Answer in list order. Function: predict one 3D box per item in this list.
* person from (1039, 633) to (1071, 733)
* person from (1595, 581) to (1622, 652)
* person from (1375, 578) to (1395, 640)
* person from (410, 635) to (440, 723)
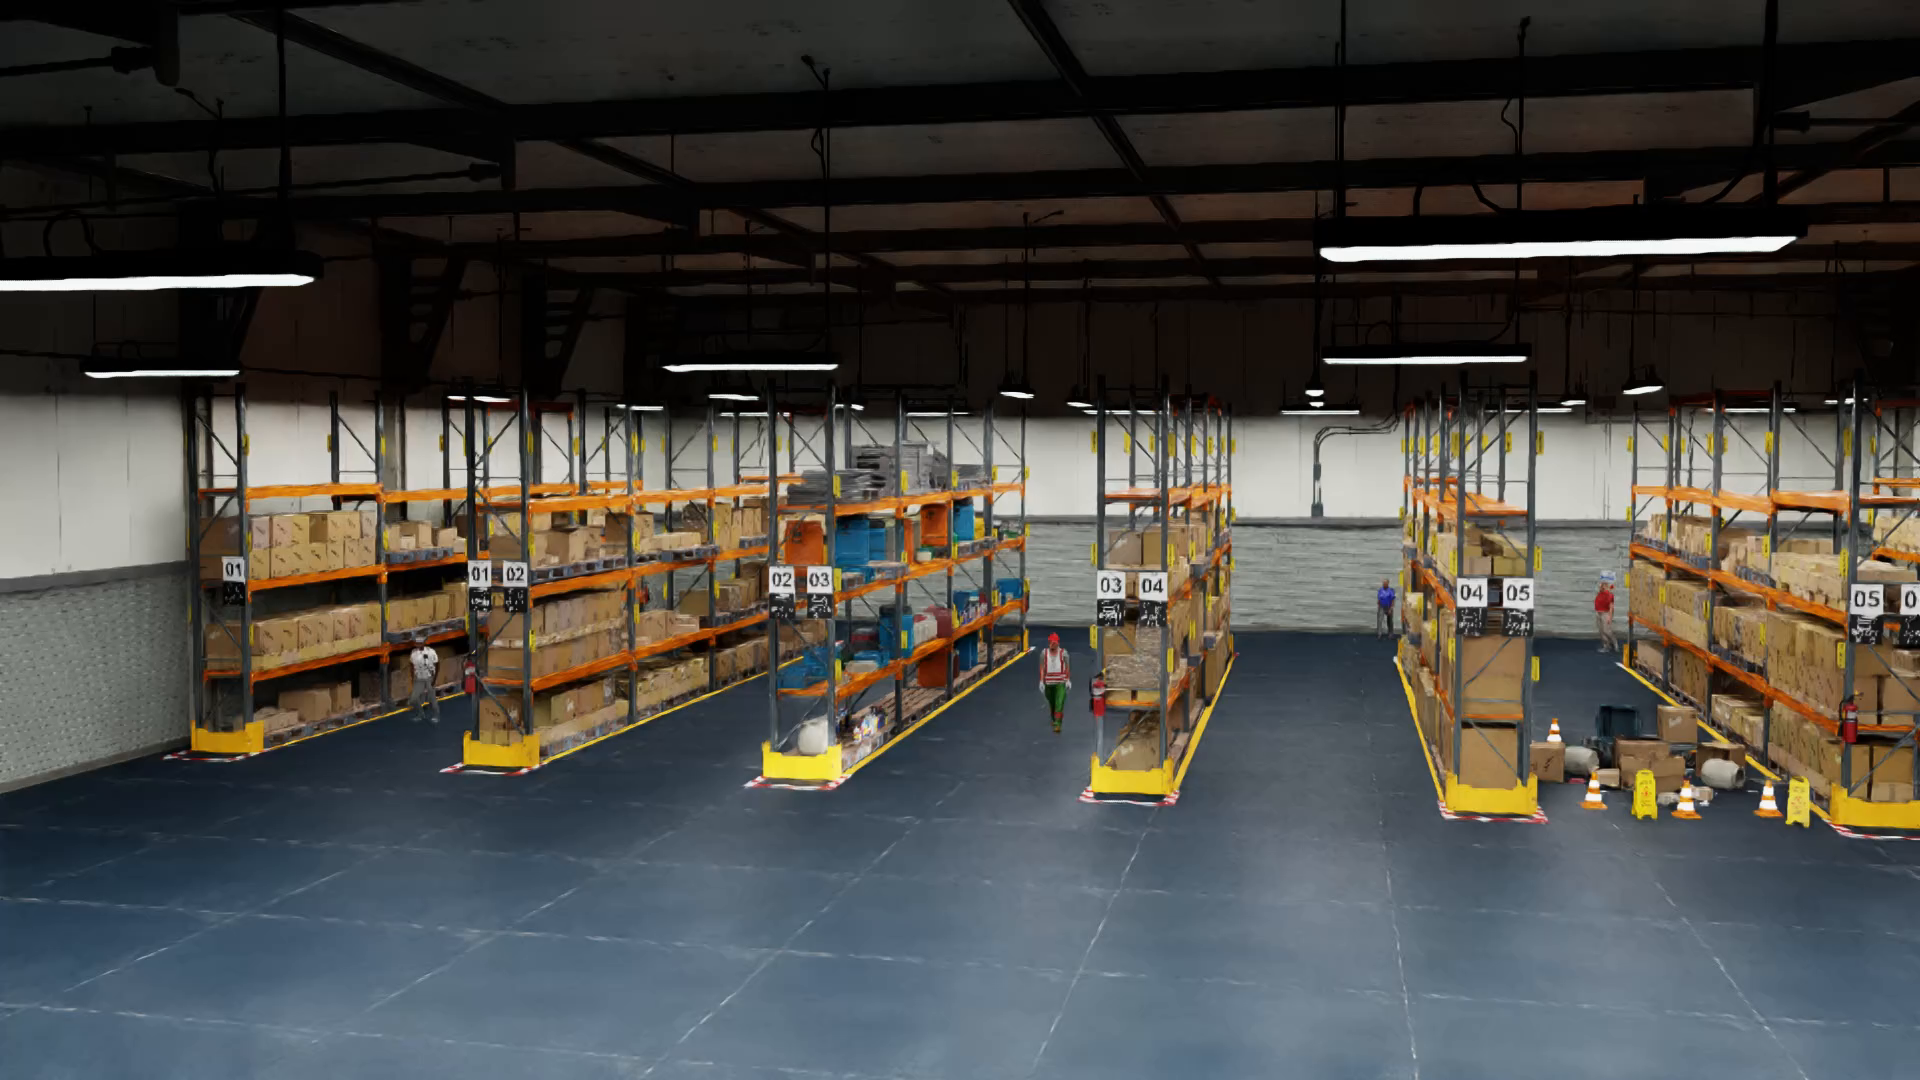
[{"bbox_3d":[1.640,2.471,29.058,0.553,1.709,1.117,1,3,14],"label":"person"},{"bbox_3d":[15.581,1.844,40.017,0.492,1.717,0.707,-1,3,-16],"label":"person"},{"bbox_3d":[10.918,1.756,42.618,0.443,1.586,1.002,1,4,22],"label":"person"},{"bbox_3d":[-9.623,2.486,29.902,0.592,1.629,0.532,1,3,11],"label":"person"}]
